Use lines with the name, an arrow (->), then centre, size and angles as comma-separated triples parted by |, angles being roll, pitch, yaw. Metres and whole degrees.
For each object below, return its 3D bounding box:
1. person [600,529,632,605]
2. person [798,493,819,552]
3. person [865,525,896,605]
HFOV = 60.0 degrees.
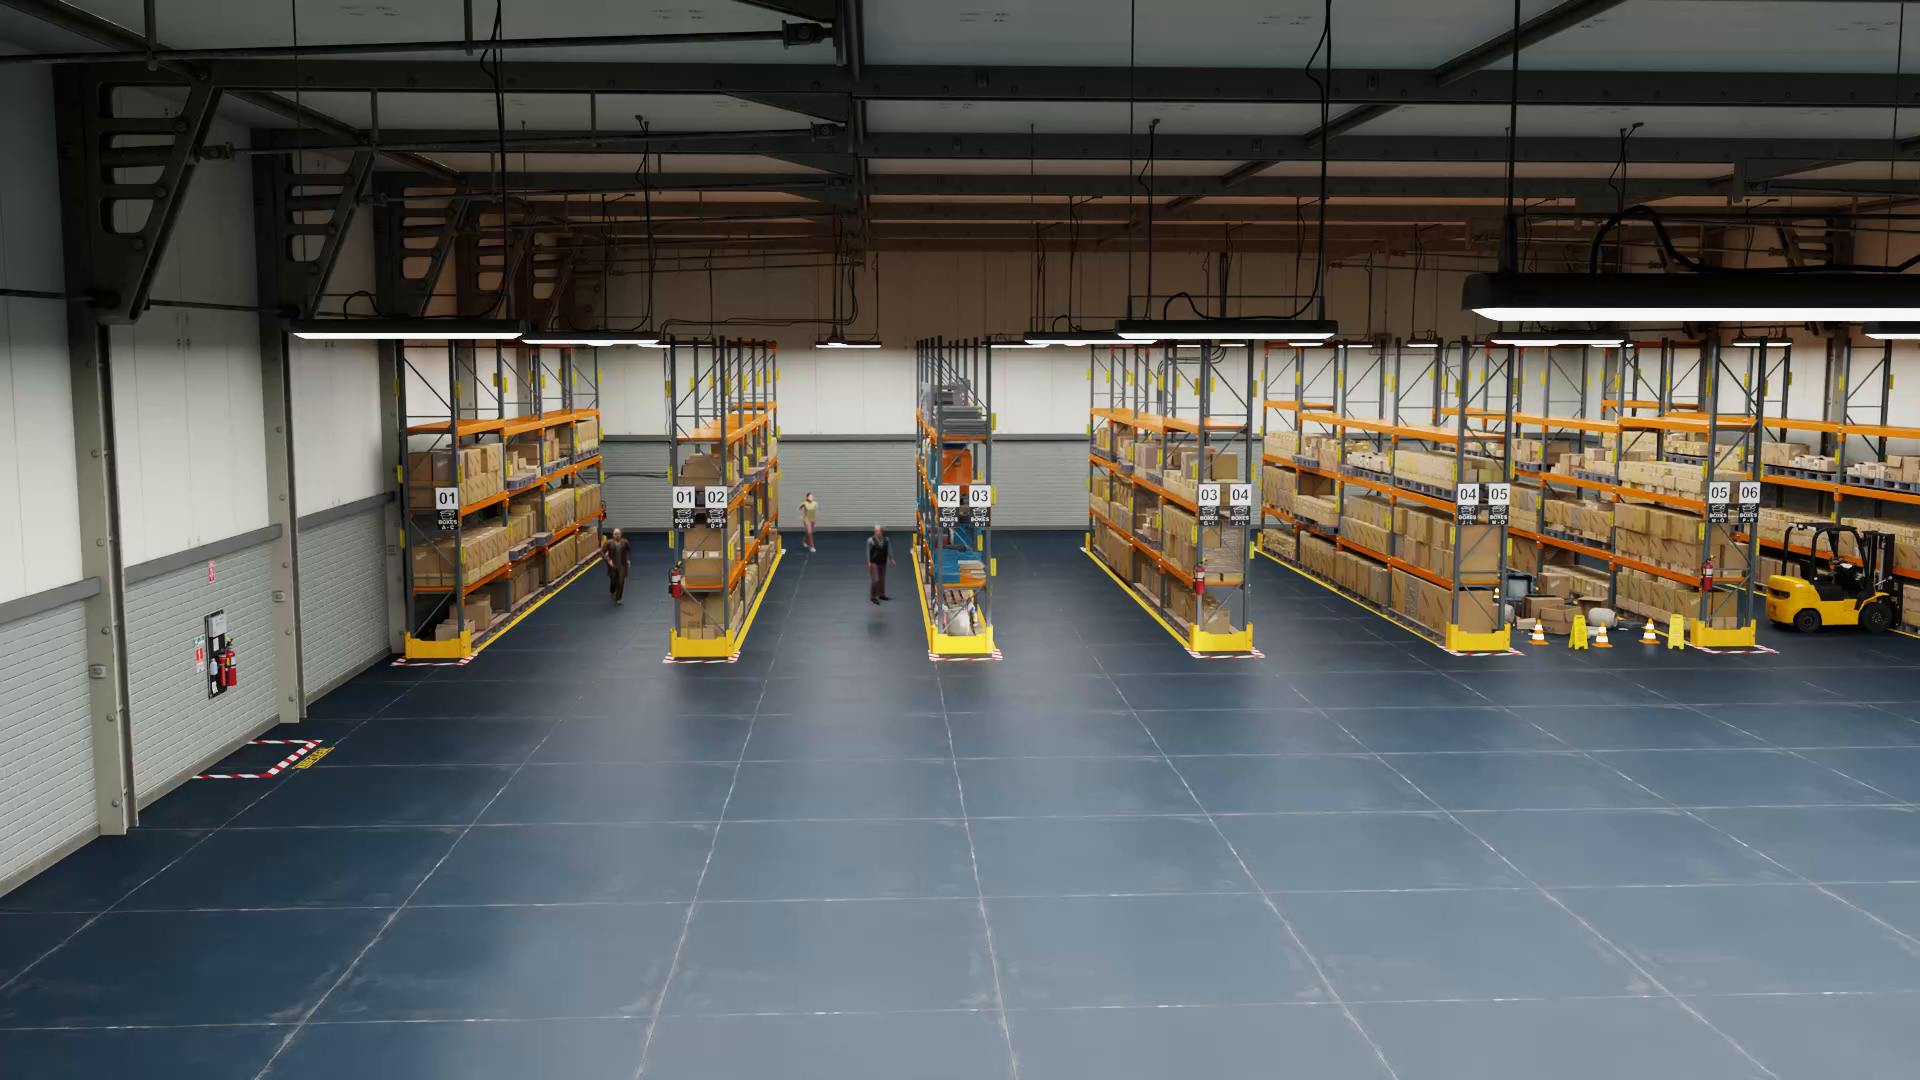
person -> -7.808, 0.591, 37.777 | 0.709, 1.725, 0.749 | -2, 7, -18
person -> -4.324, -0.528, 47.761 | 0.597, 1.668, 0.957 | -4, 7, -28
person -> -1.753, 0.534, 35.999 | 0.620, 1.748, 0.631 | -5, 8, -36
